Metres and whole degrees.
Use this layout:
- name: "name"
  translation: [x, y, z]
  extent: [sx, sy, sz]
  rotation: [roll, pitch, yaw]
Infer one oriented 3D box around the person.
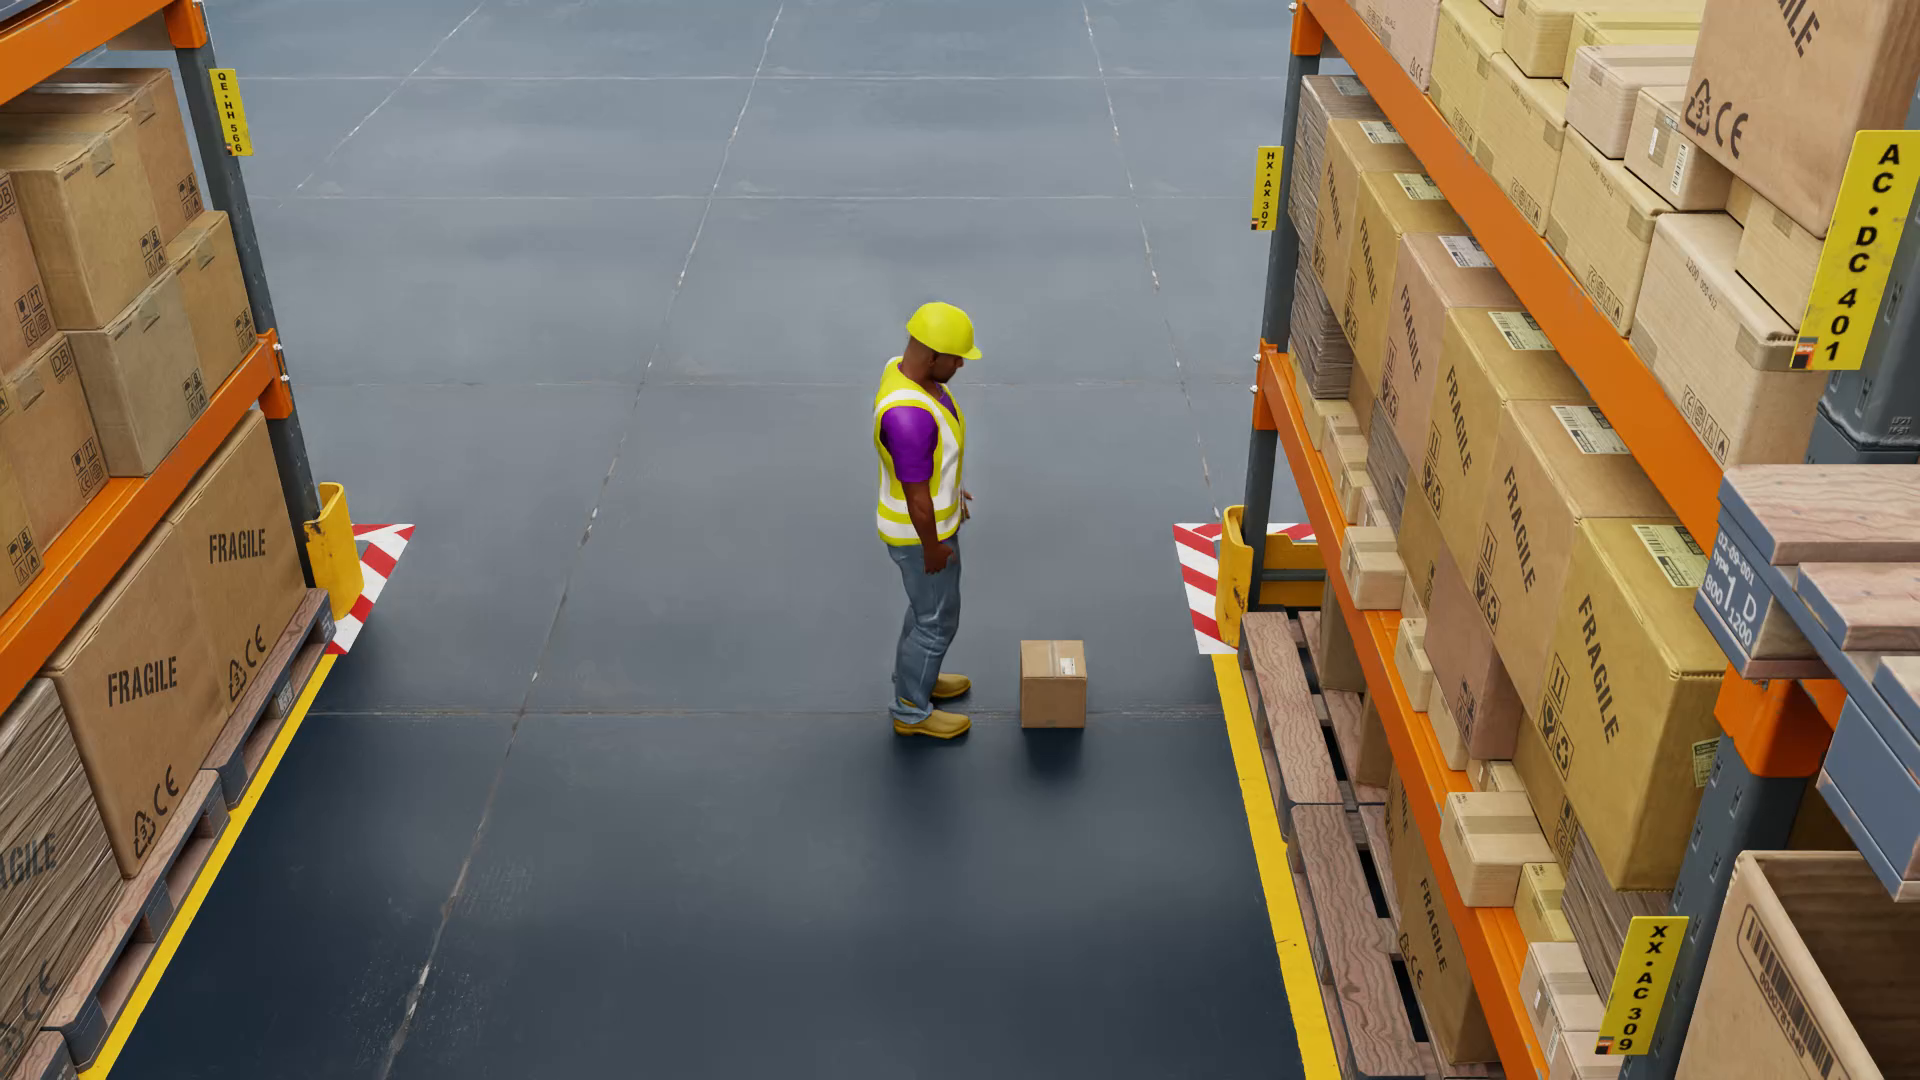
- name: "person"
  translation: [-0.118, -0.078, 6.256]
  extent: [0.390, 1.748, 0.575]
  rotation: [0, 31, 1]
